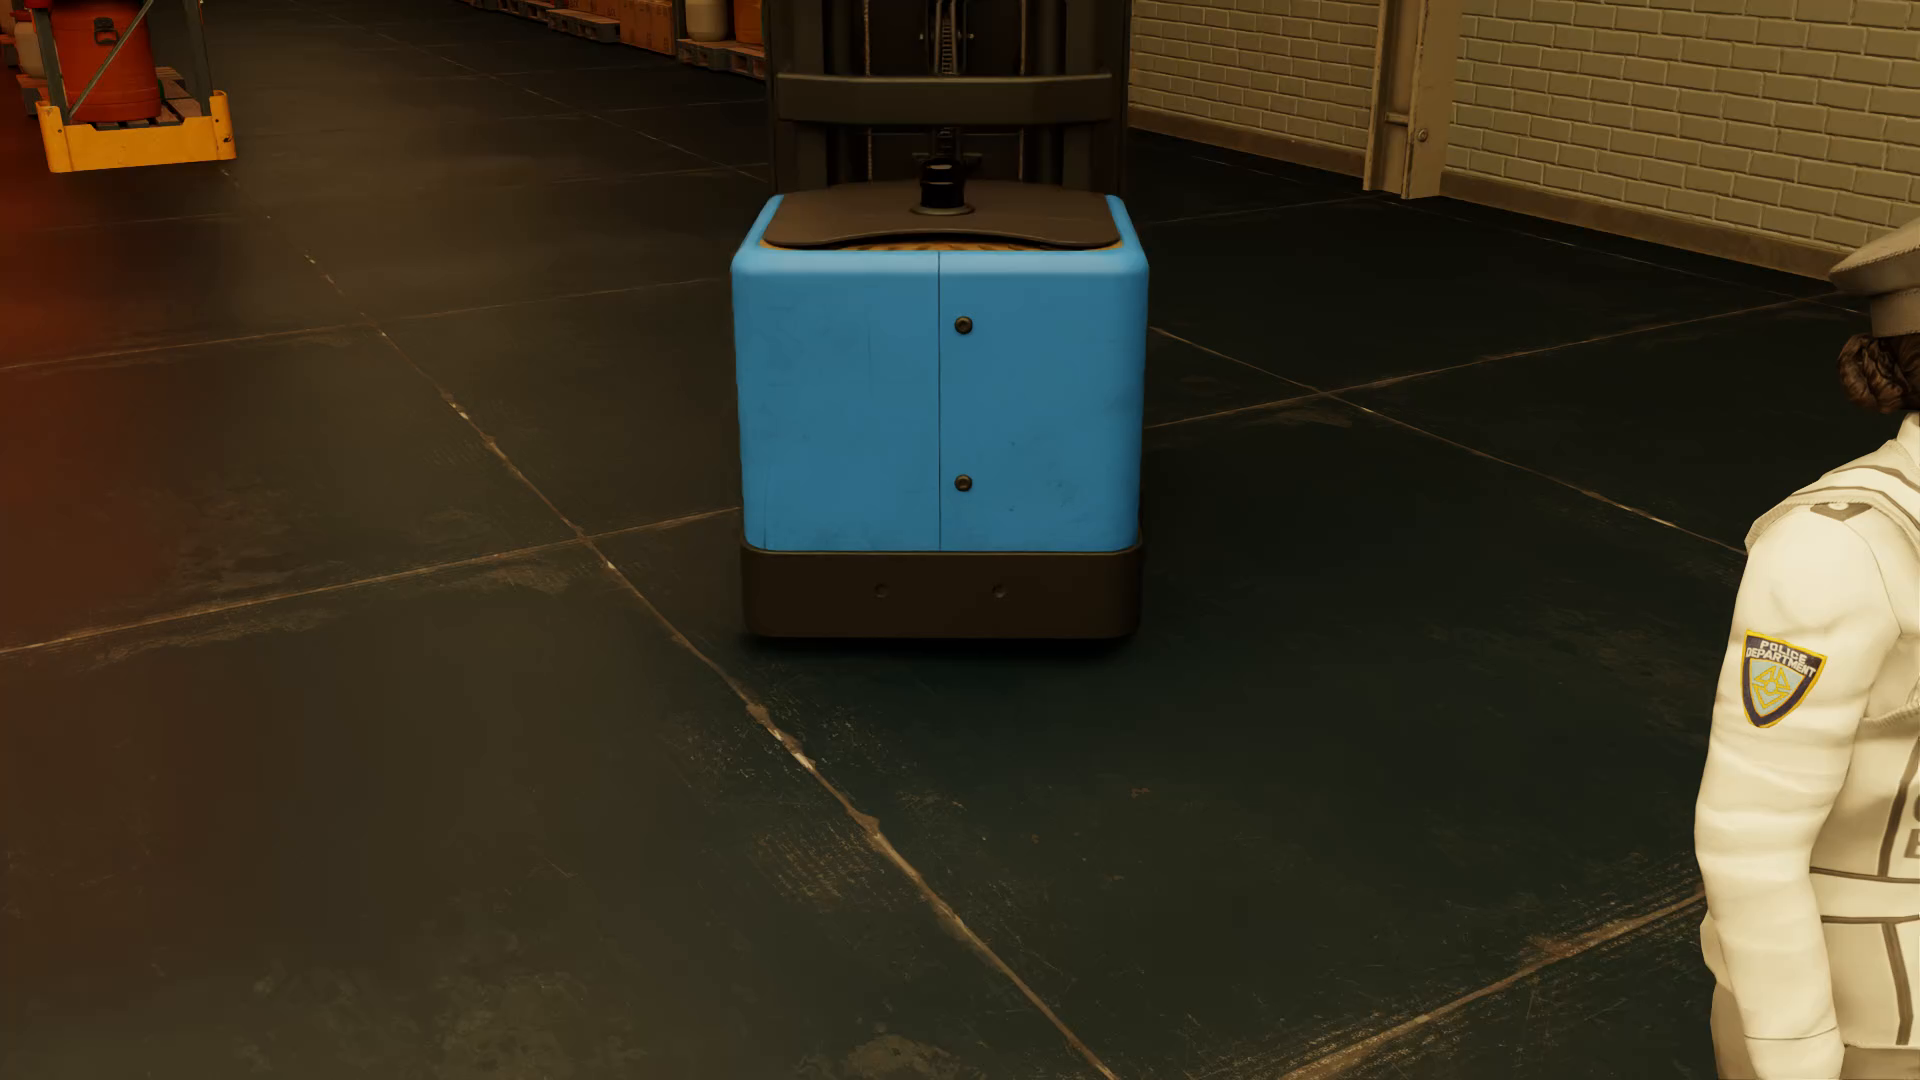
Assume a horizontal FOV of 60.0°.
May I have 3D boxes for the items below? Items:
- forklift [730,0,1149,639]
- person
[{"bbox_3d":[-0.036,-1.608,5.191,1.130,2.935,3.031,0,22,0],"label":"forklift"},{"bbox_3d":[0.997,0.491,1.687,0.588,1.694,0.530,-16,27,-35],"label":"person"}]
